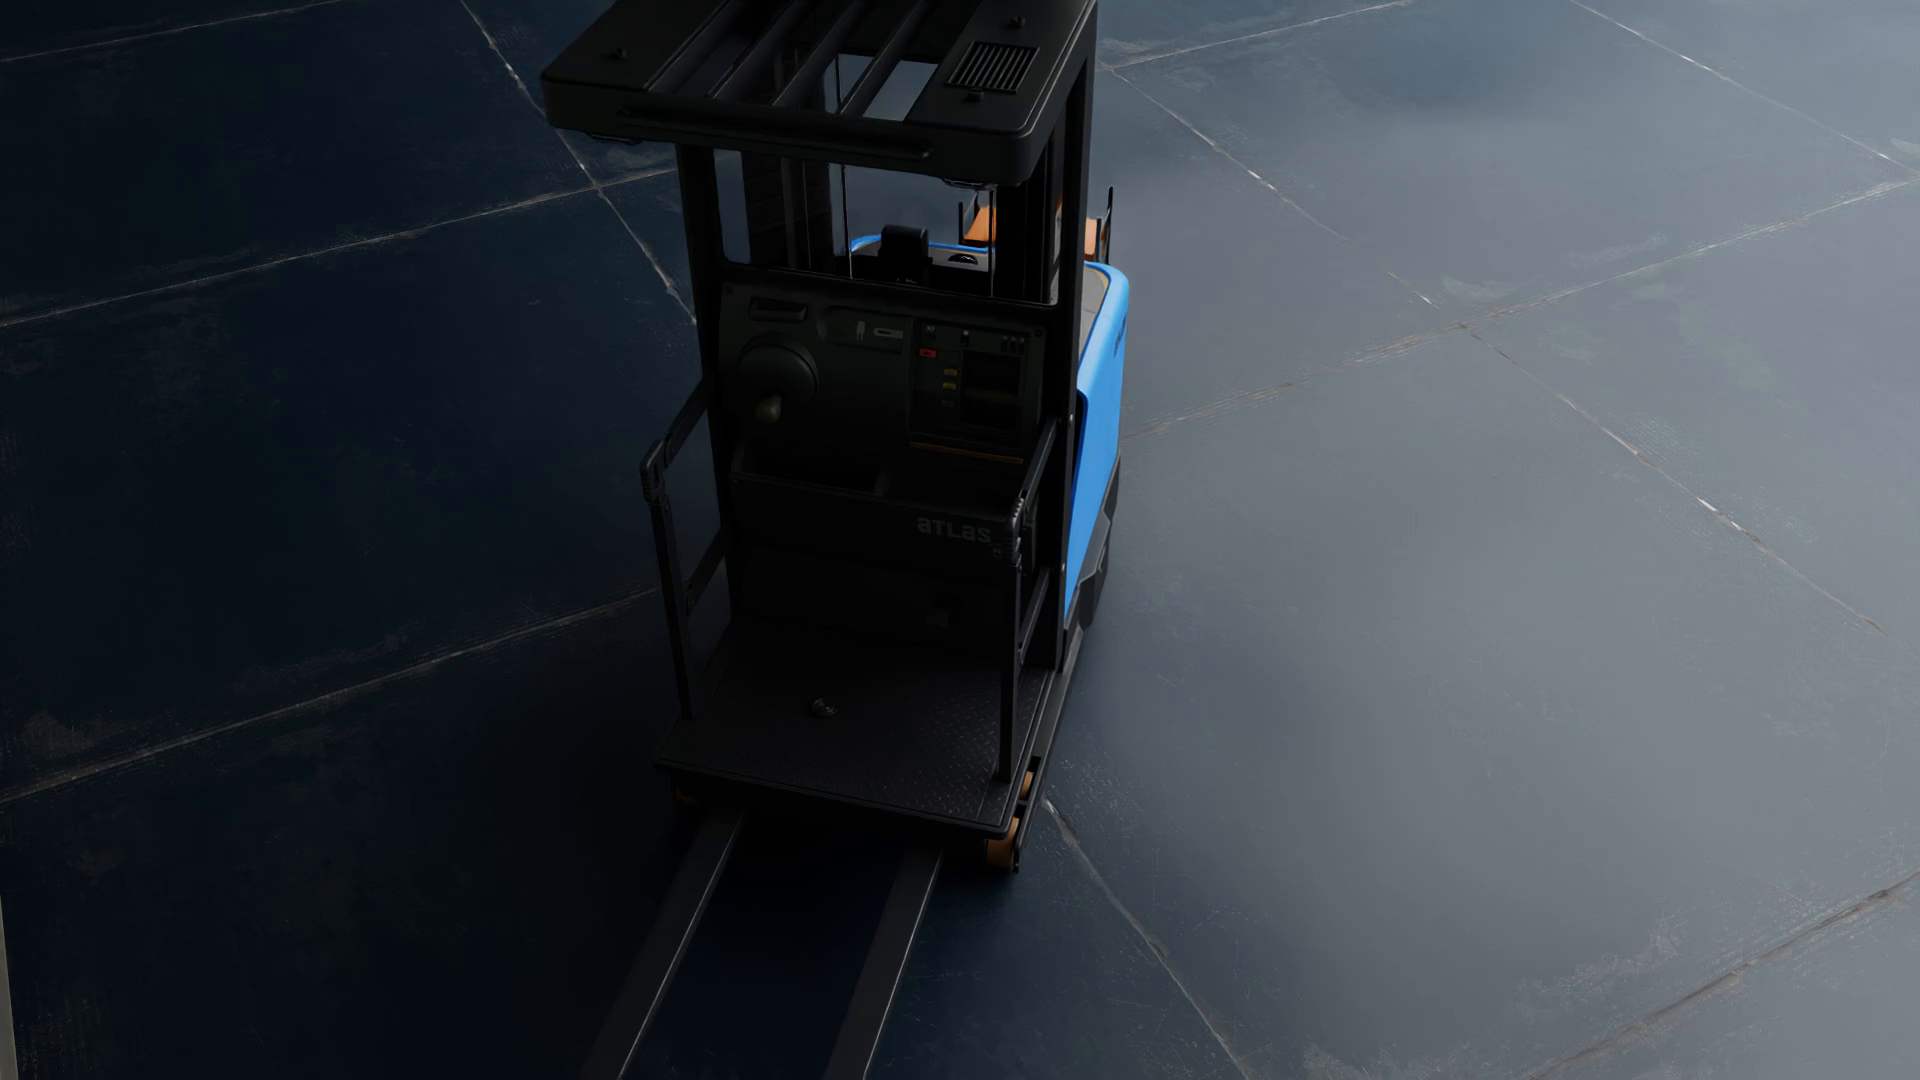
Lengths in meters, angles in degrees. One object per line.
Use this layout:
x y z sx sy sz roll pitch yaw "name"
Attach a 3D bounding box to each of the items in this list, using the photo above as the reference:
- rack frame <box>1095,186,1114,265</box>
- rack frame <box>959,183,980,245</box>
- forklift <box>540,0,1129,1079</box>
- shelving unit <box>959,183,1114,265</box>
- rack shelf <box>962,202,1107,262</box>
0.506 -0.717 6.168 0.015 1.200 0.240 10 41 11 "rack frame"
0.034 -0.797 6.262 0.015 1.200 0.240 10 41 11 "rack frame"
-0.275 -0.399 4.453 1.130 2.935 3.031 10 41 11 "forklift"
0.270 -0.757 6.215 0.503 1.200 0.258 10 41 11 "shelving unit"
0.270 -1.057 5.961 0.480 0.148 0.258 10 41 11 "rack shelf"
